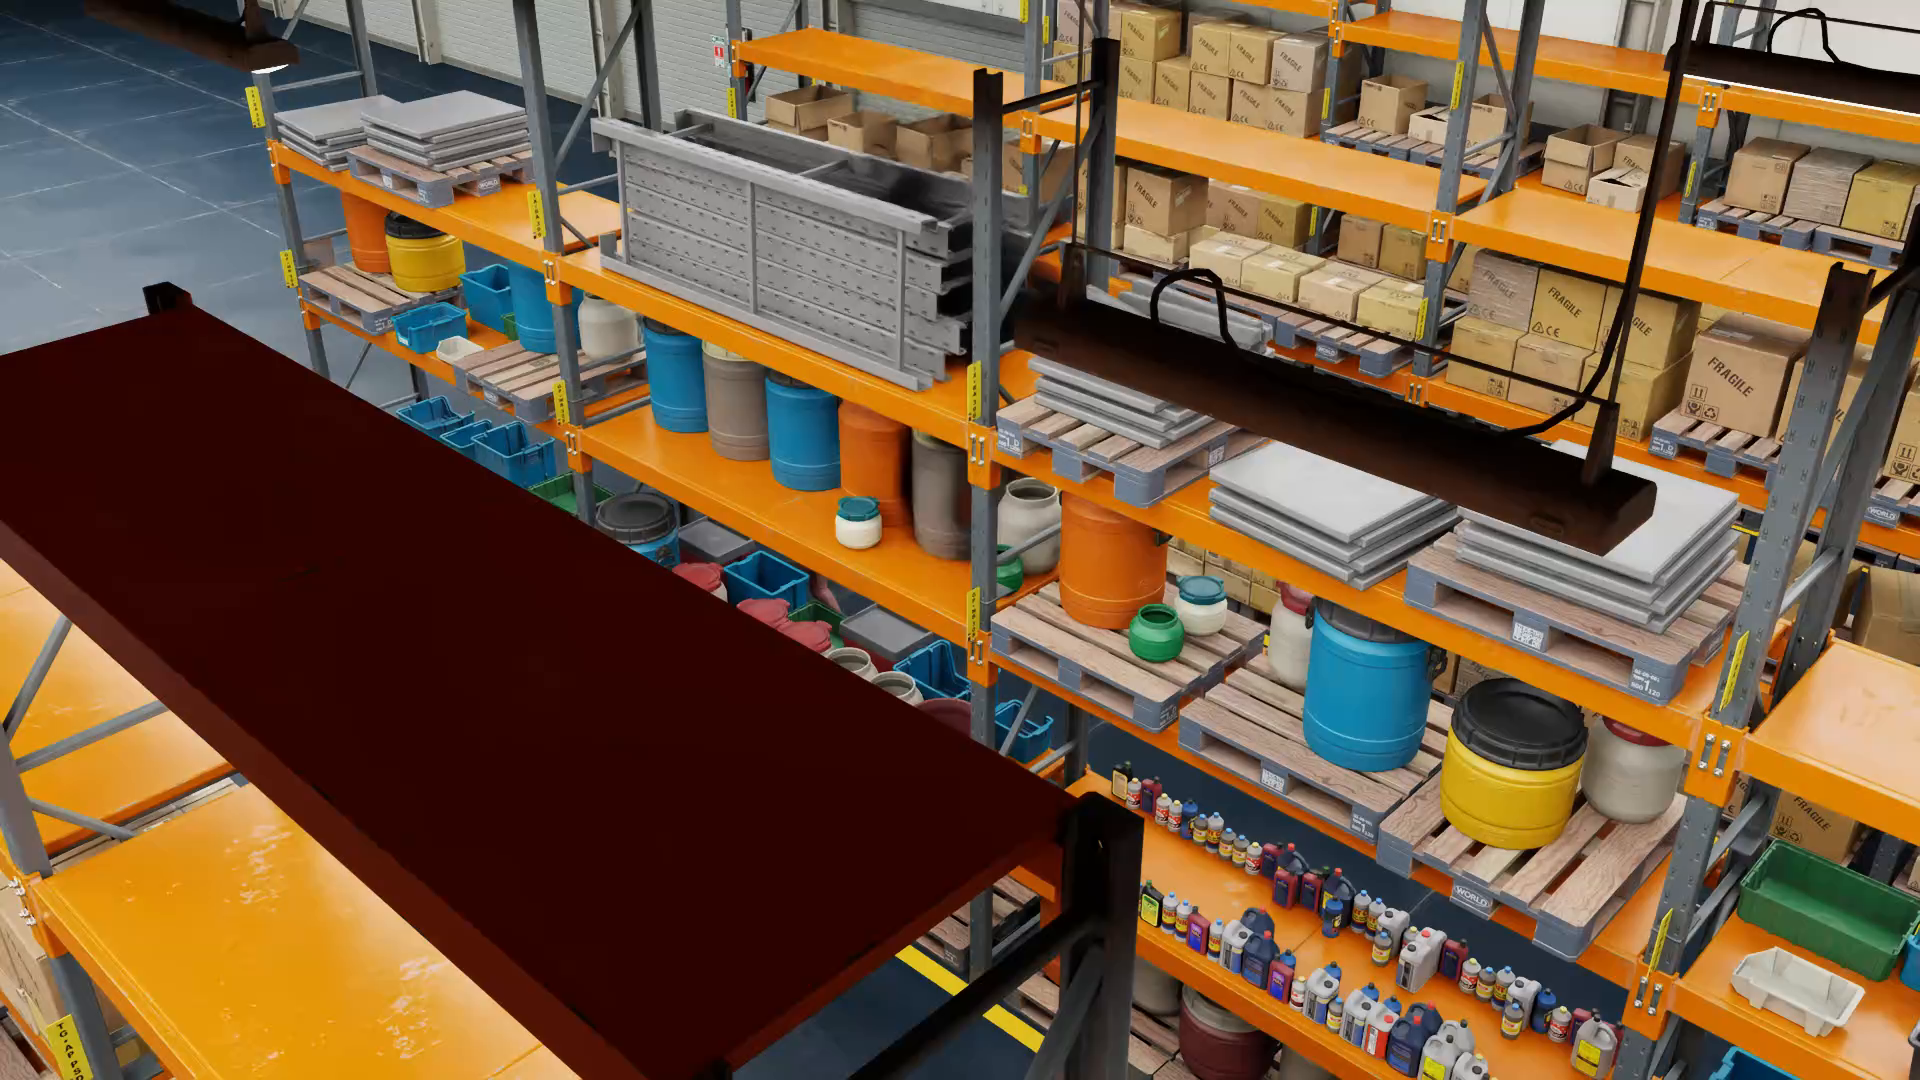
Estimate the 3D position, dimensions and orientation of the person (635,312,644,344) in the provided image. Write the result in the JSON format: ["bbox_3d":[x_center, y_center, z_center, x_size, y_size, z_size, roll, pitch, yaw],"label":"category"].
[{"bbox_3d":[-3.643,-2.824,19.531,0.844,1.791,0.683,-5,30,-9],"label":"person"}]

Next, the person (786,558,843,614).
[{"bbox_3d":[-1.300,0.152,14.210,0.897,1.658,0.585,24,37,36],"label":"person"}]
